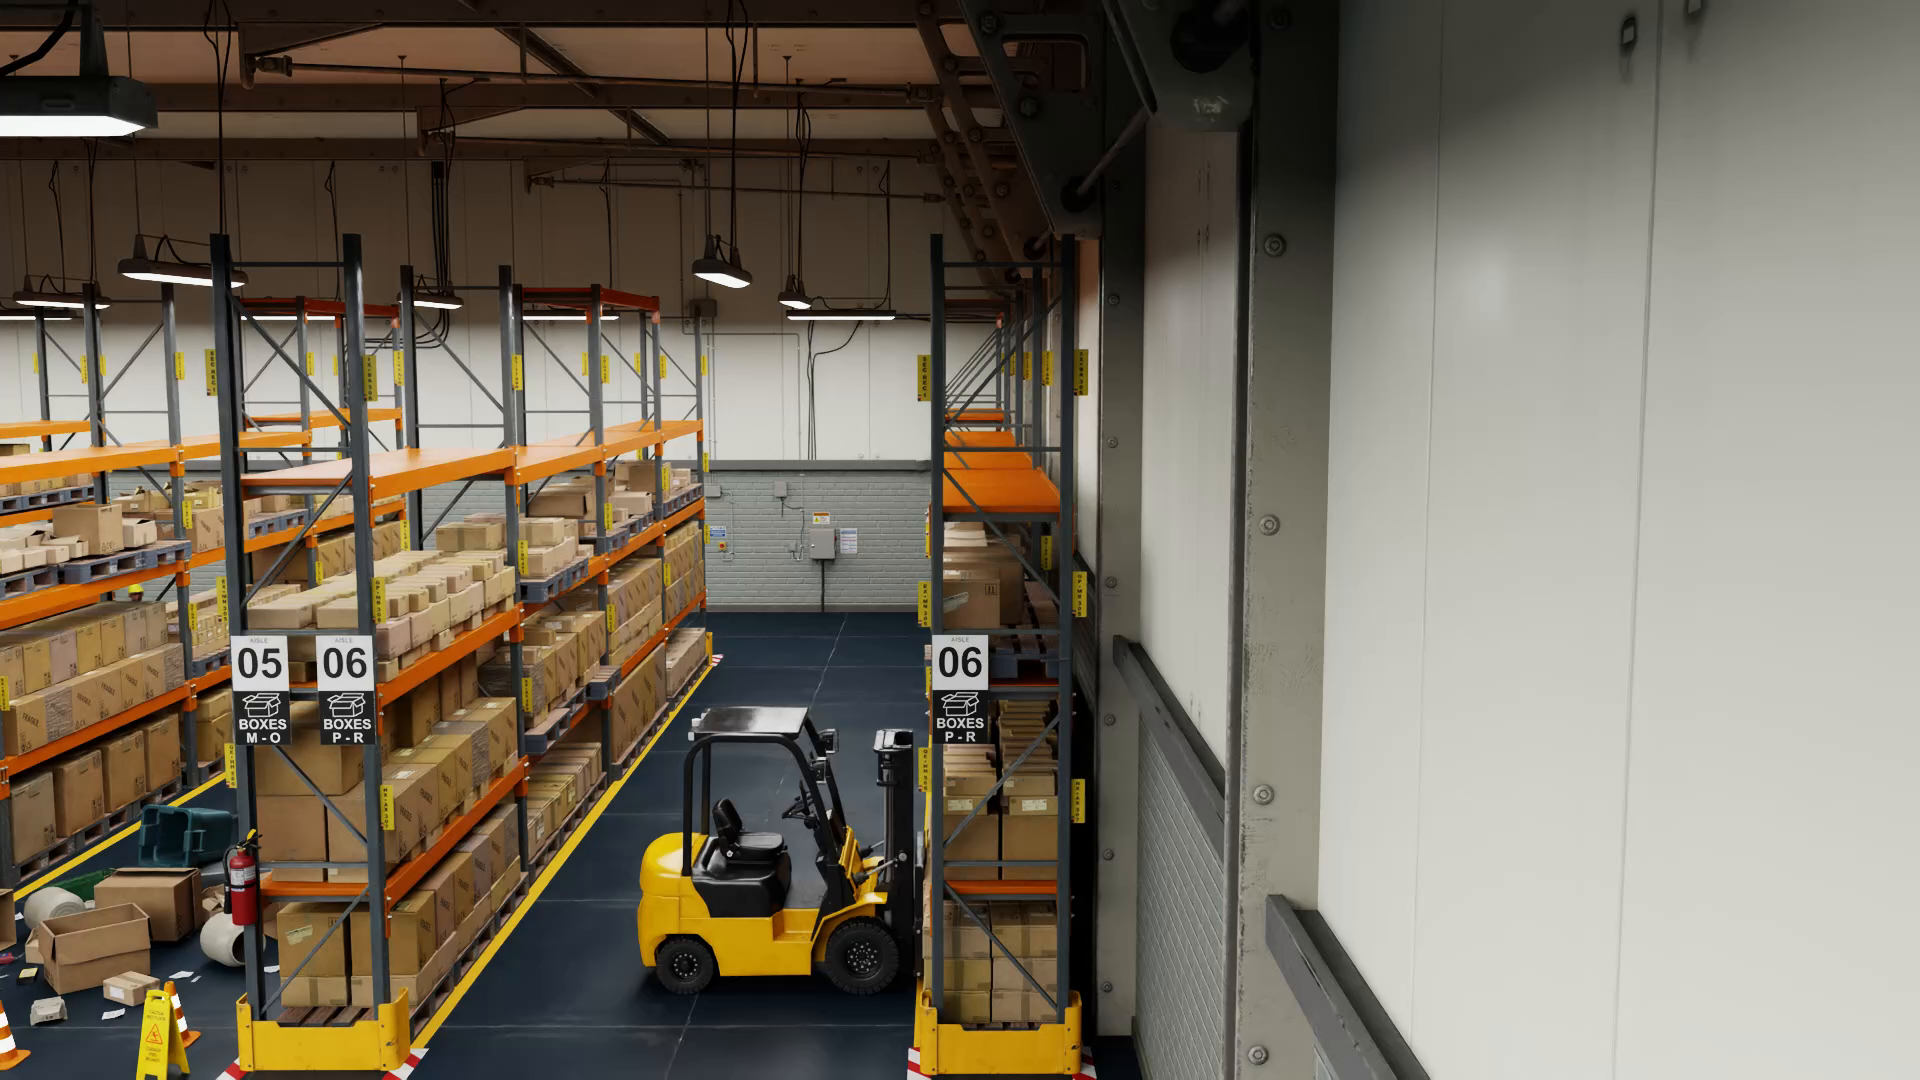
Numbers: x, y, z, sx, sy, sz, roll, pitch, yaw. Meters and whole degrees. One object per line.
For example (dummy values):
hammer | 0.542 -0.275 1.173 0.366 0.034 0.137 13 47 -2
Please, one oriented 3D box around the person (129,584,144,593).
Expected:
person | -12.286 1.547 24.918 0.447 1.790 0.609 0 6 3
